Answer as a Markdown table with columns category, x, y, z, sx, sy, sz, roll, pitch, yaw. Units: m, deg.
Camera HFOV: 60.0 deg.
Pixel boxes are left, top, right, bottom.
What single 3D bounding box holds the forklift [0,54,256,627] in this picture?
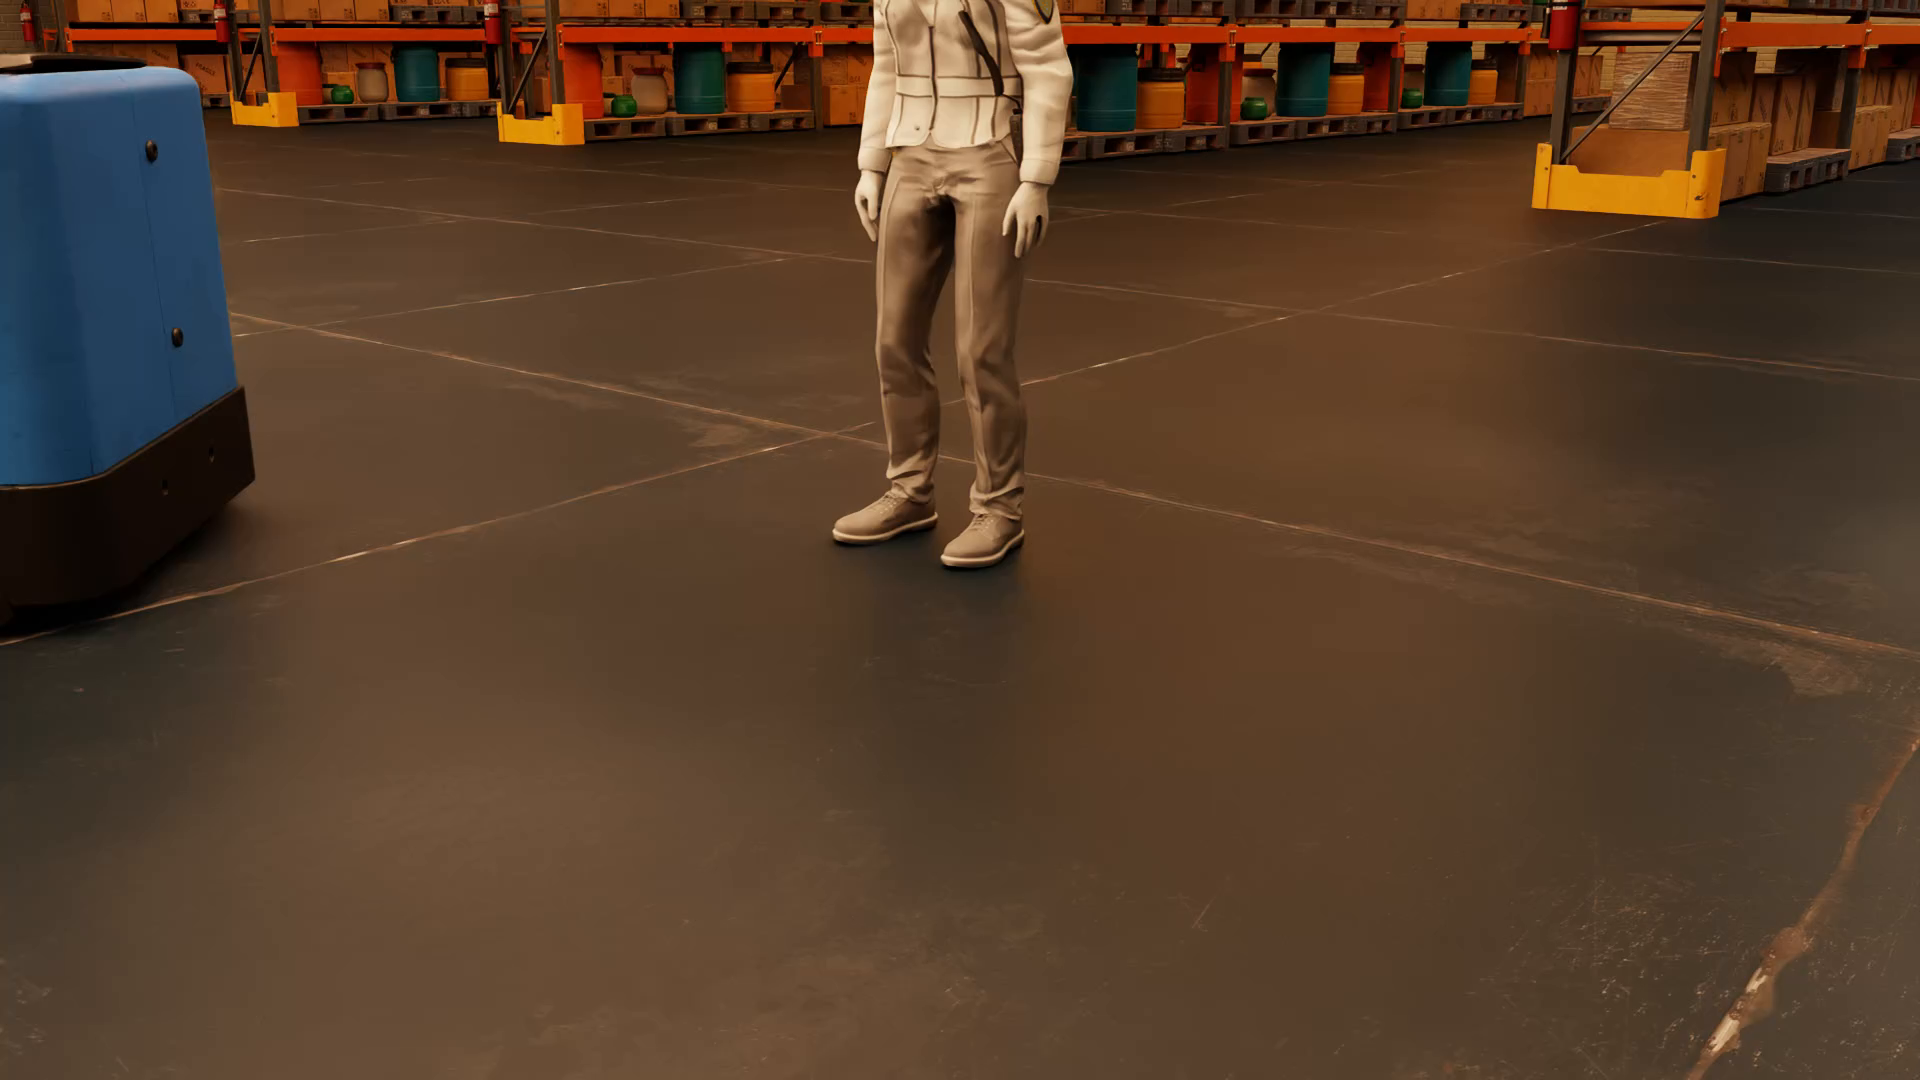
| category | x | y | z | sx | sy | sz | roll | pitch | yaw |
| --- | --- | --- | --- | --- | --- | --- | --- | --- | --- |
| forklift | -3.242 | -1.317 | 3.236 | 3.031 | 2.935 | 1.130 | -2 | 17 | -5 |

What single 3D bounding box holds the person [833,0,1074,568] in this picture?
| category | x | y | z | sx | sy | sz | roll | pitch | yaw |
| --- | --- | --- | --- | --- | --- | --- | --- | --- | --- |
| person | -0.011 | -0.786 | 3.673 | 0.529 | 1.663 | 0.372 | 13 | 21 | 36 |
